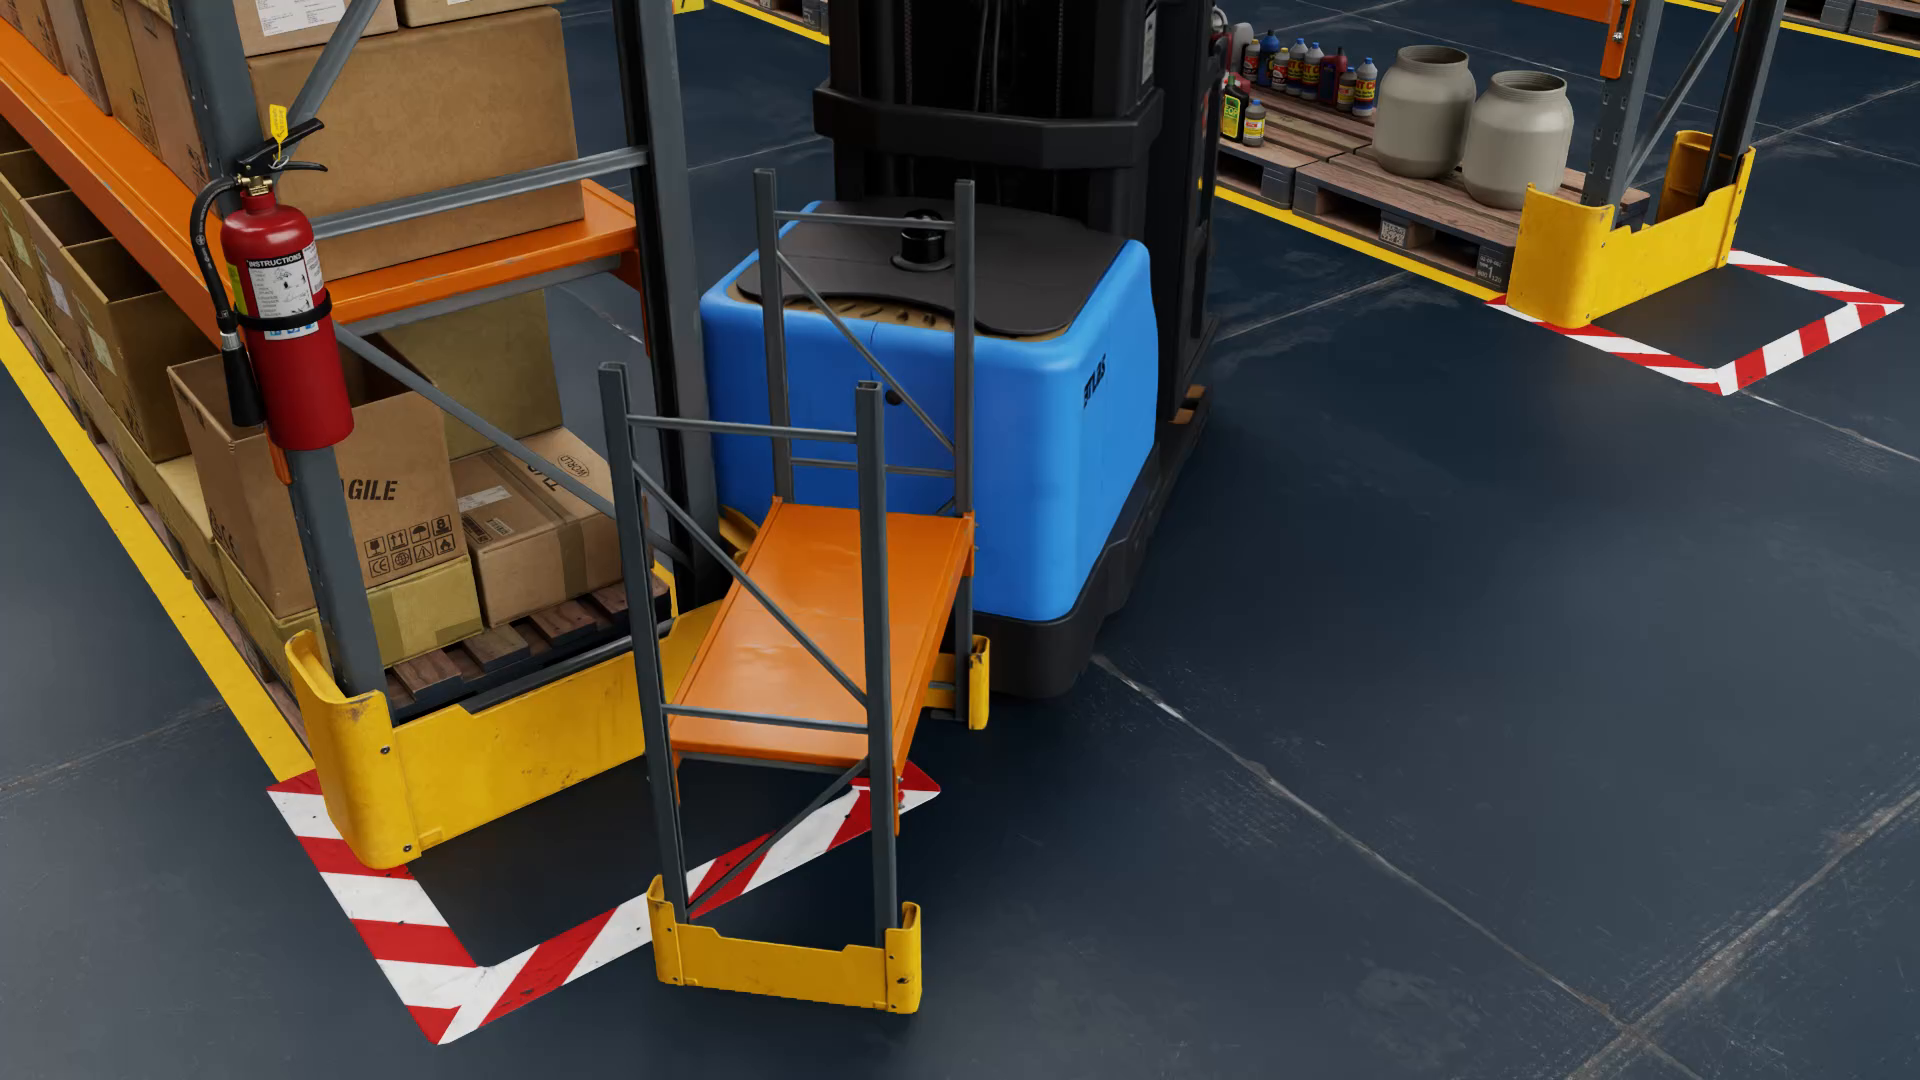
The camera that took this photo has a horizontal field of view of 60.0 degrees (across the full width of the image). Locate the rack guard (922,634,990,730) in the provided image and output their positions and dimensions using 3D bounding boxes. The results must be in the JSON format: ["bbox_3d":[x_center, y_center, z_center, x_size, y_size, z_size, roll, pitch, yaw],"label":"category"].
[{"bbox_3d":[-0.216,0.356,4.439,0.587,0.250,0.087,5,32,8],"label":"rack guard"}]

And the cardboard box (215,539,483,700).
[{"bbox_3d":[-1.622,0.120,4.422,0.500,0.250,0.500,-22,38,-31],"label":"cardboard box"}]

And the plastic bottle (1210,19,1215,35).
[{"bbox_3d":[1.276,-2.609,8.765,0.061,0.283,0.133,-22,38,-31],"label":"plastic bottle"}]

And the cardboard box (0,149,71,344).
[{"bbox_3d":[-2.862,-1.026,5.557,0.500,0.500,0.500,-22,38,-31],"label":"cardboard box"}]

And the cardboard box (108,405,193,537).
[{"bbox_3d":[-2.246,-0.292,5.085,0.500,0.250,0.500,-22,38,-31],"label":"cardboard box"}]

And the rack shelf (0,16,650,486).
[{"bbox_3d":[-2.286,-1.270,5.133,1.077,0.370,4.000,-22,38,-31],"label":"rack shelf"}]

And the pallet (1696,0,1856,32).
[{"bbox_3d":[5.507,-3.650,10.927,1.003,0.211,1.213,-22,38,-31],"label":"pallet"}]

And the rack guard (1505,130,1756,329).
[{"bbox_3d":[2.772,-1.297,6.865,1.175,0.500,0.348,-22,38,-31],"label":"rack guard"}]

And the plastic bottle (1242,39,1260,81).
[{"bbox_3d":[1.532,-2.509,8.681,0.097,0.201,0.097,0,32,0],"label":"plastic bottle"}]

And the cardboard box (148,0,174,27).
[{"bbox_3d":[-1.606,-1.266,3.736,0.380,0.149,0.250,-21,38,-30],"label":"cardboard box"}]

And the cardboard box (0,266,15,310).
[{"bbox_3d":[-3.468,-1.128,6.431,0.500,0.250,0.500,-22,38,-31],"label":"cardboard box"}]

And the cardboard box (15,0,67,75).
[{"bbox_3d":[-2.602,-1.840,5.275,0.700,0.500,0.500,-22,38,-31],"label":"cardboard box"}]

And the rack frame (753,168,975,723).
[{"bbox_3d":[-0.216,-0.175,4.111,0.500,1.500,0.032,5,32,8],"label":"rack frame"}]

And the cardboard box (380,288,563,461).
[{"bbox_3d":[-1.521,-0.574,4.828,0.500,0.500,0.500,-22,38,-31],"label":"cardboard box"}]

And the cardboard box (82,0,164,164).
[{"bbox_3d":[-1.961,-1.409,4.581,0.700,0.500,0.500,-22,38,-31],"label":"cardboard box"}]

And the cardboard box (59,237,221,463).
[{"bbox_3d":[-2.248,-0.610,4.886,0.500,0.500,0.500,-22,38,-31],"label":"cardboard box"}]

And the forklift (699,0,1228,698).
[{"bbox_3d":[0.259,-1.591,5.034,1.130,2.935,3.031,10,33,16],"label":"forklift"}]

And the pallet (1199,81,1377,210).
[{"bbox_3d":[1.534,-2.023,8.307,1.003,0.211,1.213,-22,38,-31],"label":"pallet"}]

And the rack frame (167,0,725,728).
[{"bbox_3d":[-1.060,-0.742,3.601,1.000,3.000,0.127,-22,38,-31],"label":"rack frame"}]

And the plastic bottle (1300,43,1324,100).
[{"bbox_3d":[1.780,-2.370,8.391,0.097,0.271,0.097,0,32,0],"label":"plastic bottle"}]

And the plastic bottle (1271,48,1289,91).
[{"bbox_3d":[1.658,-2.423,8.544,0.097,0.201,0.097,0,32,0],"label":"plastic bottle"}]

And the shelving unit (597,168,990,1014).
[{"bbox_3d":[-0.297,0.085,3.692,0.587,1.500,1.083,5,32,8],"label":"shelving unit"}]

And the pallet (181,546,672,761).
[{"bbox_3d":[-1.562,0.138,4.828,1.003,0.211,1.213,-22,38,-31],"label":"pallet"}]

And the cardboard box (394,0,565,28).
[{"bbox_3d":[-1.130,-1.293,3.779,0.380,0.149,0.250,-23,38,-32],"label":"cardboard box"}]

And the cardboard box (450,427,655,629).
[{"bbox_3d":[-1.213,-0.047,4.691,0.500,0.250,0.500,-22,38,-31],"label":"cardboard box"}]

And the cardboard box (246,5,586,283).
[{"bbox_3d":[-1.336,-0.983,3.895,0.700,0.500,0.500,-22,38,-31],"label":"cardboard box"}]

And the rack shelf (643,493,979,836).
[{"bbox_3d":[-0.298,0.242,3.779,0.538,0.185,1.000,5,32,8],"label":"rack shelf"}]

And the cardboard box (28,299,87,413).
[{"bbox_3d":[-2.862,-0.708,5.754,0.500,0.250,0.500,-22,38,-31],"label":"cardboard box"}]

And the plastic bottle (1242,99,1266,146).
[{"bbox_3d":[1.383,-1.964,7.805,0.097,0.201,0.097,0,32,0],"label":"plastic bottle"}]

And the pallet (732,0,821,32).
[{"bbox_3d":[-0.862,-3.649,10.925,1.003,0.211,1.213,-22,38,-31],"label":"pallet"}]

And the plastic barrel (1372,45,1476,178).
[{"bbox_3d":[2.084,-1.923,7.463,0.421,0.512,0.421,0,32,0],"label":"plastic barrel"}]

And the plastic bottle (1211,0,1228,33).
[{"bbox_3d":[1.341,-2.682,8.818,0.144,0.351,0.185,-23,38,-32],"label":"plastic bottle"}]

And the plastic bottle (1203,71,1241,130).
[{"bbox_3d":[1.250,-2.110,7.969,0.152,0.276,0.135,-22,38,-31],"label":"plastic bottle"}]

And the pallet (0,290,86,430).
[{"bbox_3d":[-3.058,-0.879,6.465,1.003,0.211,1.213,-22,38,-31],"label":"pallet"}]

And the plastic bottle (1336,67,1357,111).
[{"bbox_3d":[1.926,-2.240,8.249,0.097,0.201,0.097,0,32,0],"label":"plastic bottle"}]
